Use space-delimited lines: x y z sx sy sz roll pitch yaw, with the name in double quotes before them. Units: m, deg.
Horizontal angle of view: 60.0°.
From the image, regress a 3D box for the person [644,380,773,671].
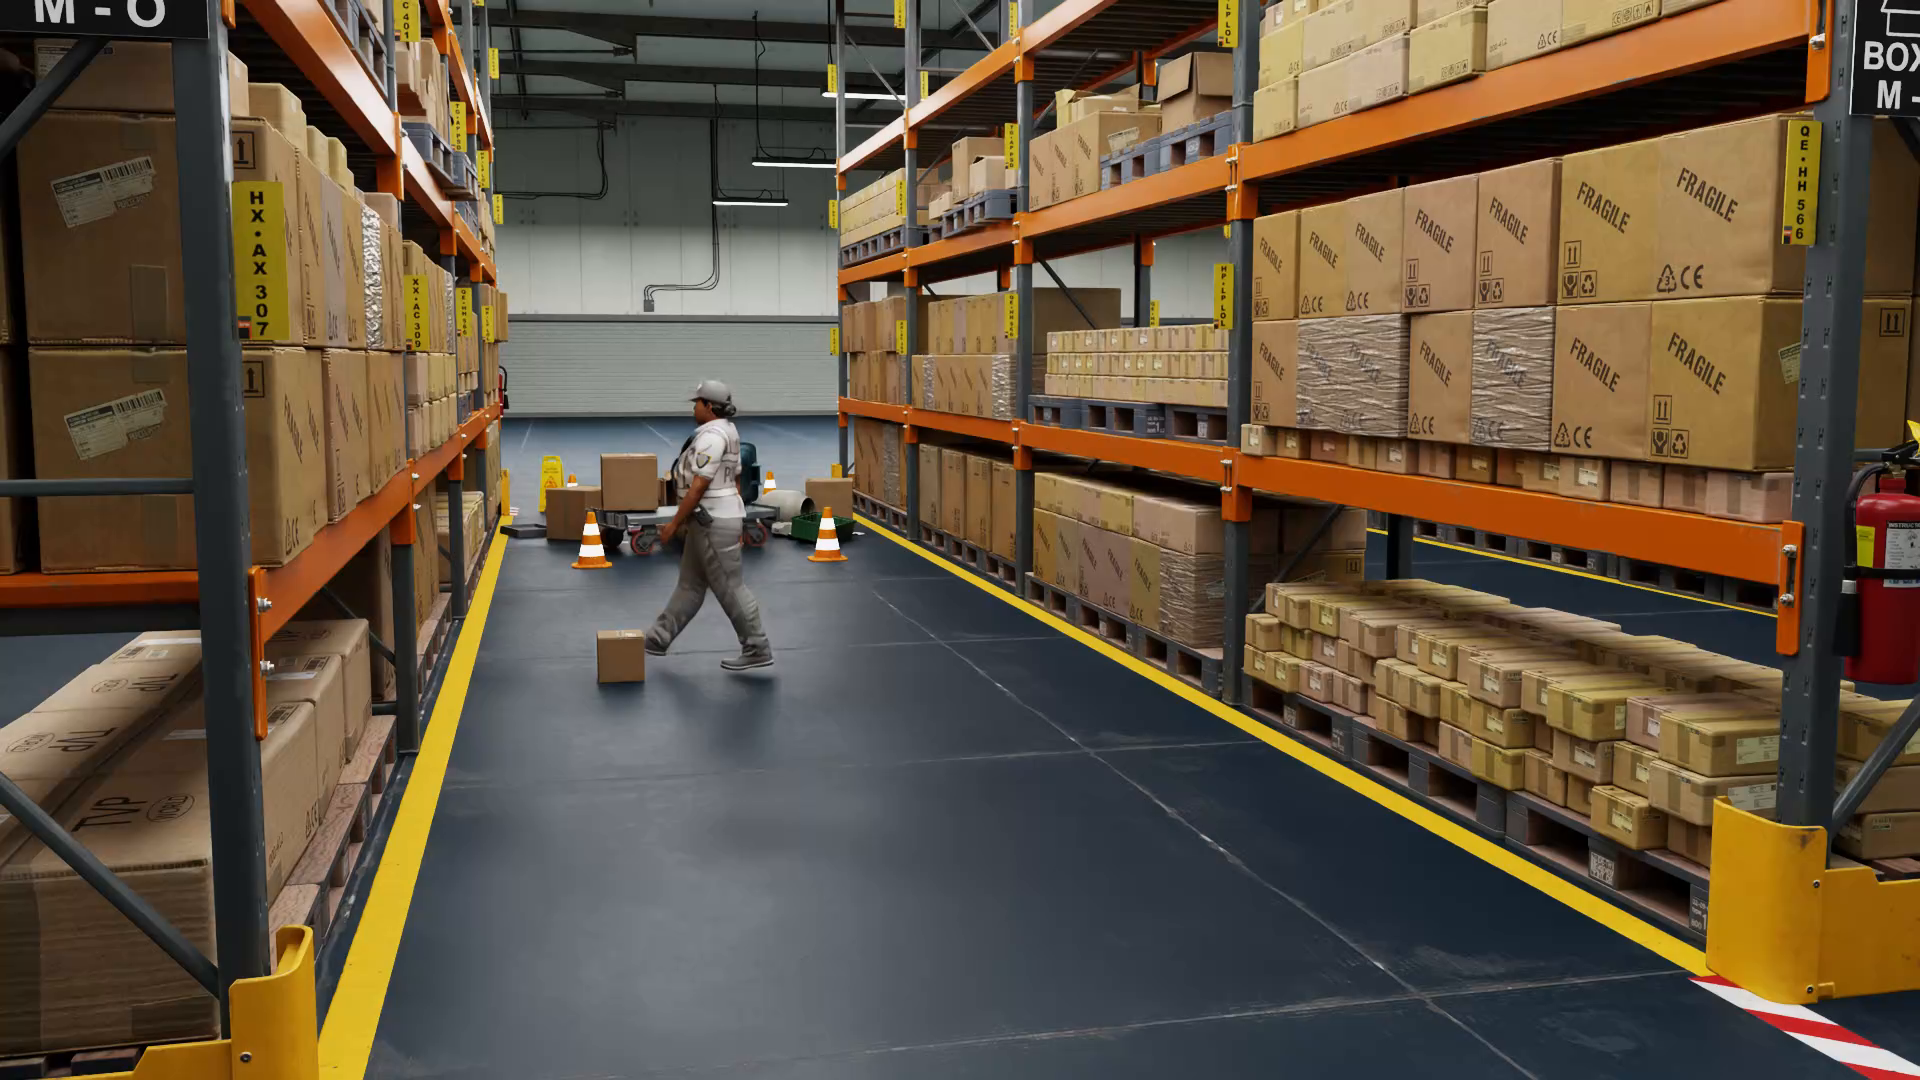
"person" -1.517 -0.084 9.335 0.926 1.626 0.485 0 6 -1
